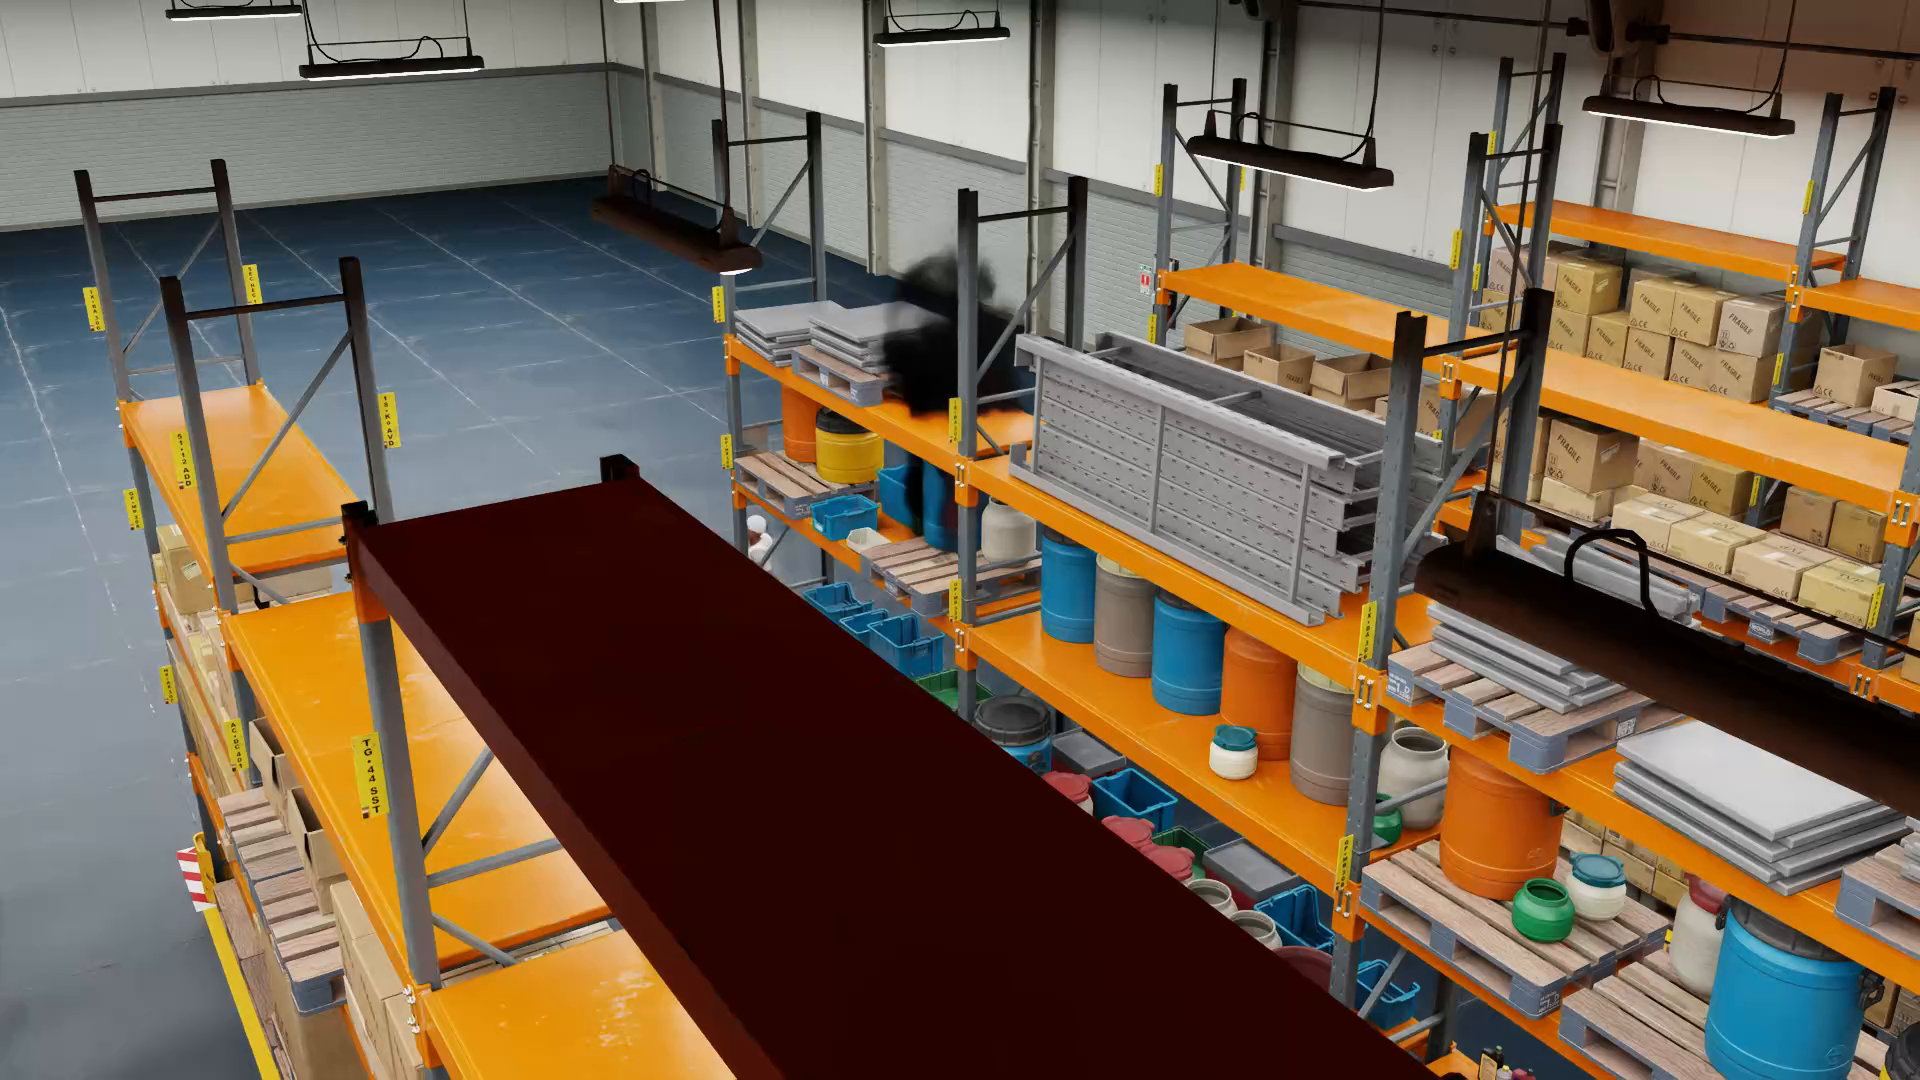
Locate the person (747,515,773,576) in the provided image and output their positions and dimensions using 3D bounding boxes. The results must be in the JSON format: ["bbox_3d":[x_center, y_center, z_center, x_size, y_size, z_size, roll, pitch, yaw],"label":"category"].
[{"bbox_3d":[-2.132,0.545,17.707,0.901,1.759,0.750,-1,22,-2],"label":"person"}]
